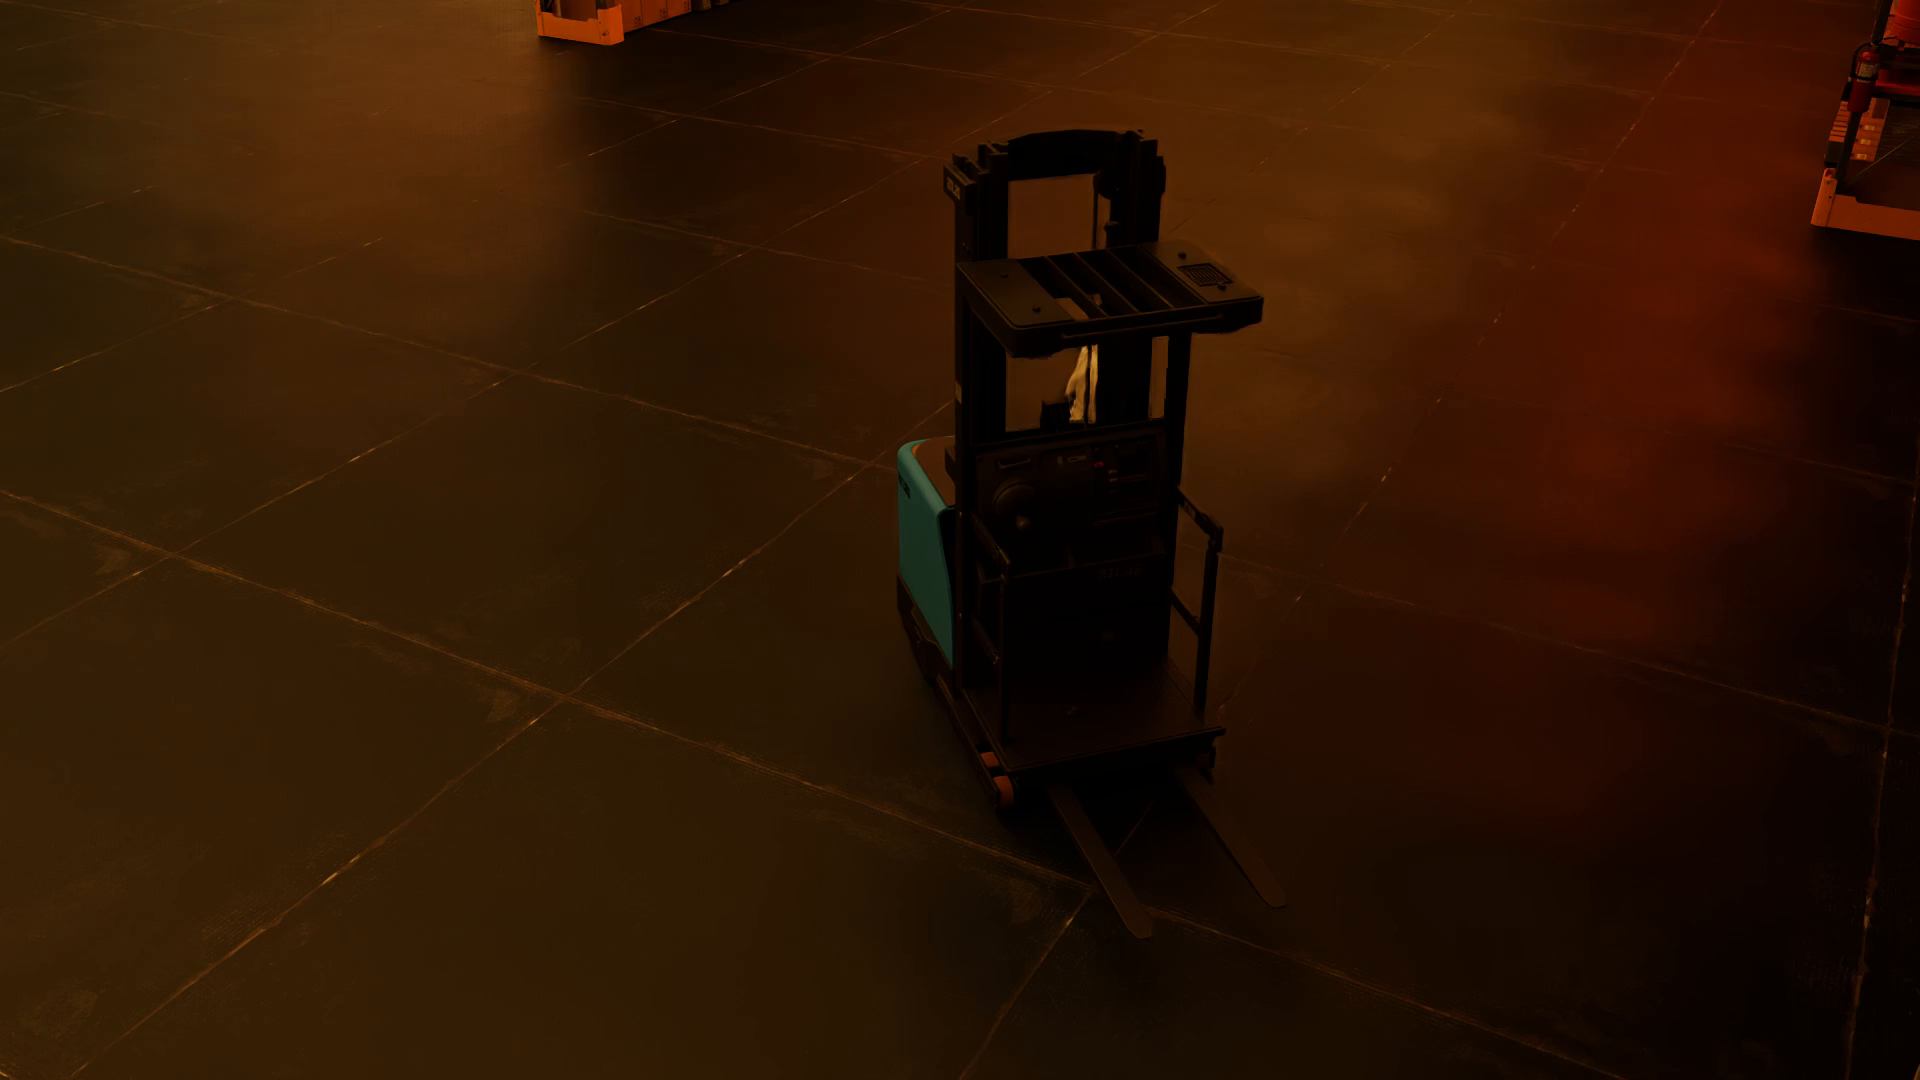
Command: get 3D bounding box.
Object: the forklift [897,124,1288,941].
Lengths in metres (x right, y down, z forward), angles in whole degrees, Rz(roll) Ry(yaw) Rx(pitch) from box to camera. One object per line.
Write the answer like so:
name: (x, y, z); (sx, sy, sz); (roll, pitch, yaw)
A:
forklift: (0.587, -0.225, 7.461); (1.130, 2.935, 3.031); (-9, 31, -15)

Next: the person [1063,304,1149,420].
person: (0.801, -0.631, 9.533); (0.460, 1.586, 0.817); (-18, 34, -28)
